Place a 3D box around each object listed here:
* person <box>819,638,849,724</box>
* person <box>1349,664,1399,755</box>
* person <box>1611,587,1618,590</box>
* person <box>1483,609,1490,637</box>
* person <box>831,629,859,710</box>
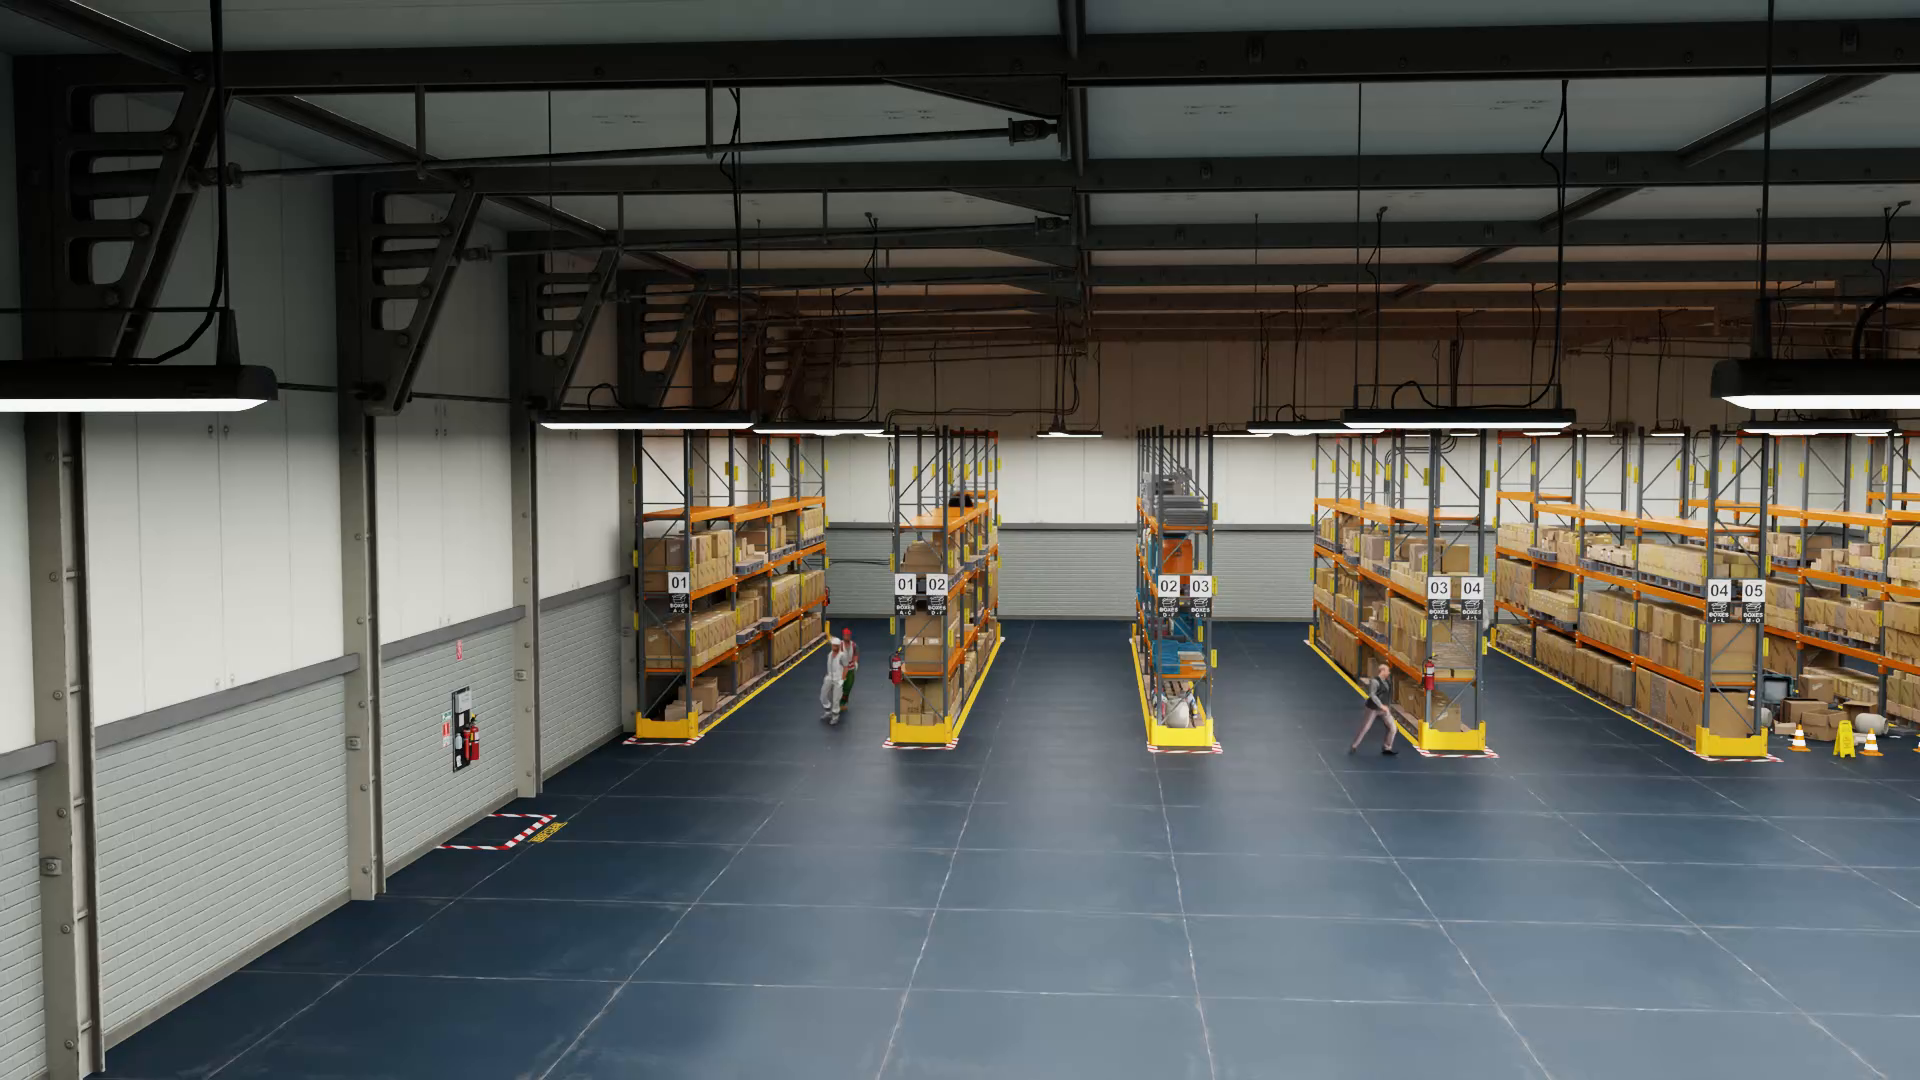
[{"bbox_3d":[-2.550,2.850,33.529,0.758,1.783,0.485,2,4,33],"label":"person"},{"bbox_3d":[7.524,3.081,30.172,0.816,1.664,0.765,-3,4,-36],"label":"person"},{"bbox_3d":[18.715,2.117,47.204,0.692,1.586,0.570,0,3,-2],"label":"person"},{"bbox_3d":[13.058,2.339,42.189,0.697,1.712,0.717,-1,3,-11],"label":"person"},{"bbox_3d":[-2.459,2.736,35.414,0.651,1.734,0.628,-1,4,-14],"label":"person"}]
